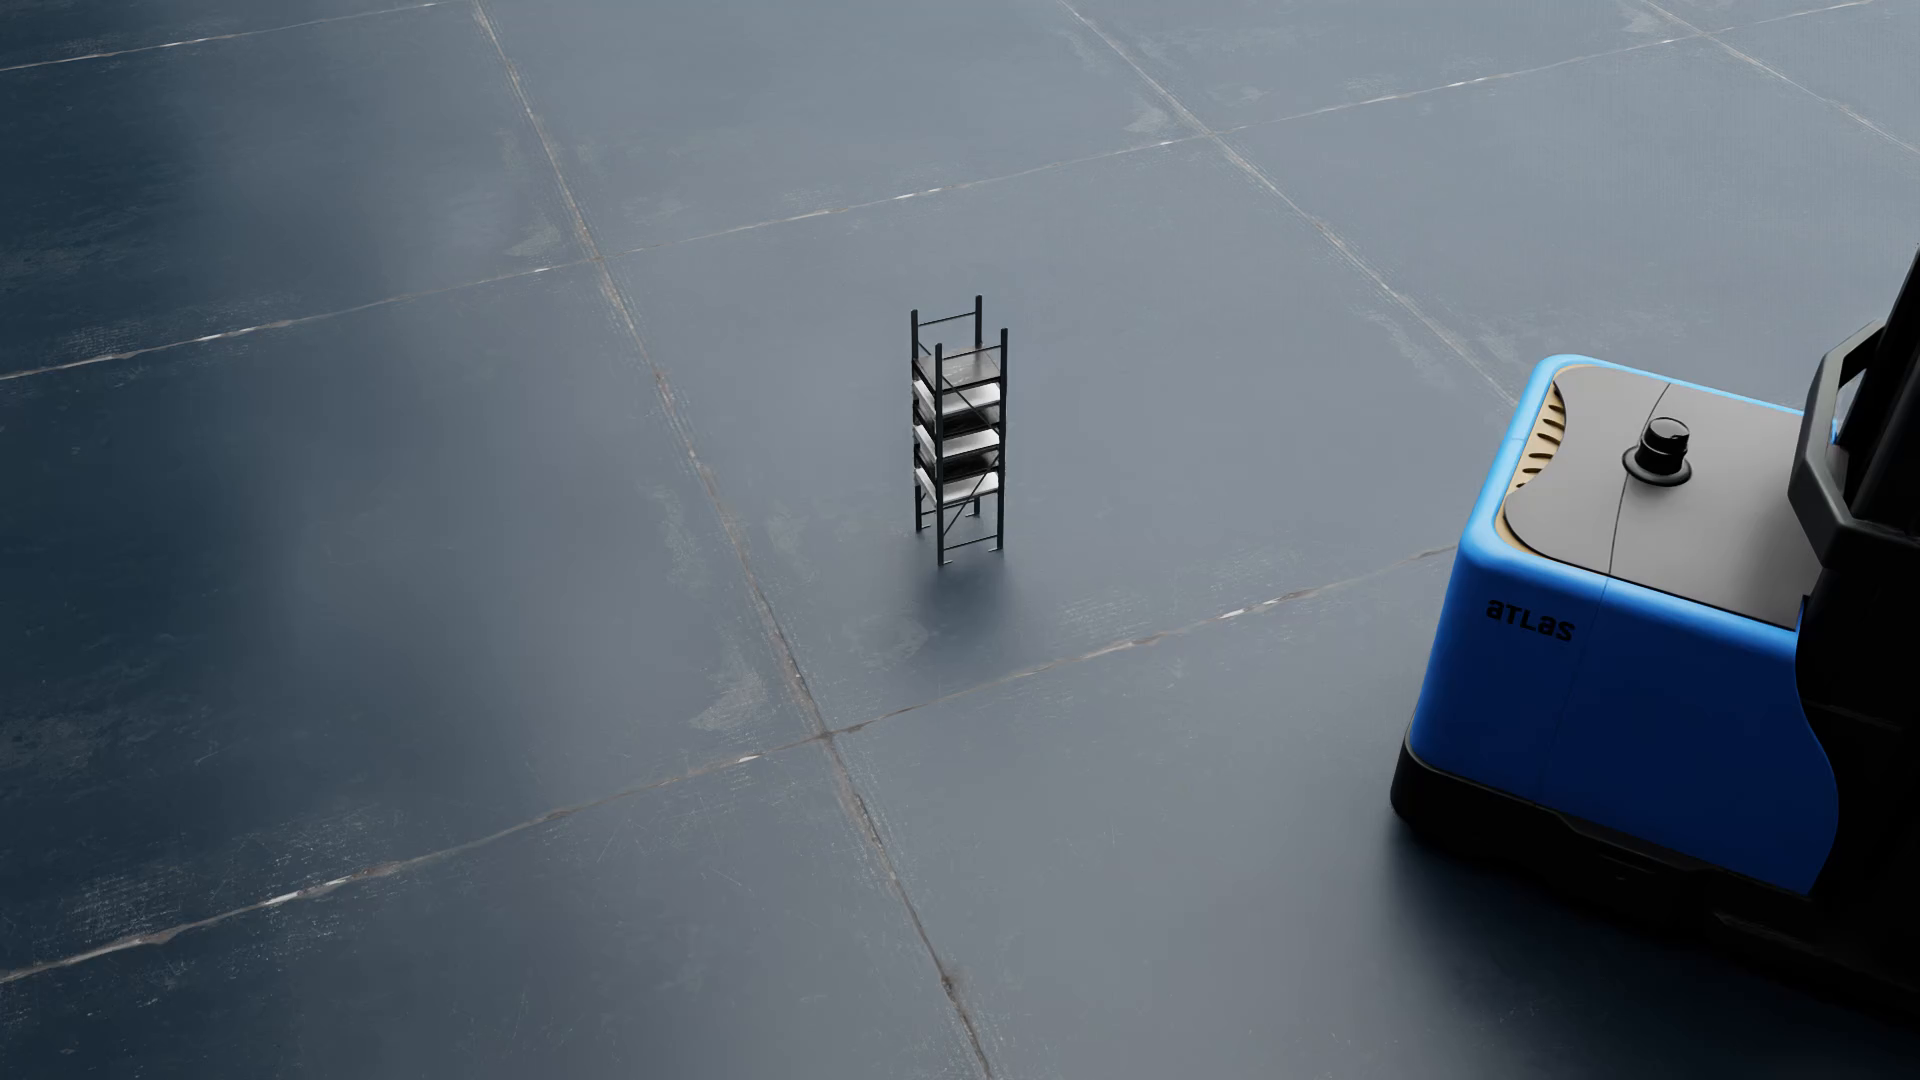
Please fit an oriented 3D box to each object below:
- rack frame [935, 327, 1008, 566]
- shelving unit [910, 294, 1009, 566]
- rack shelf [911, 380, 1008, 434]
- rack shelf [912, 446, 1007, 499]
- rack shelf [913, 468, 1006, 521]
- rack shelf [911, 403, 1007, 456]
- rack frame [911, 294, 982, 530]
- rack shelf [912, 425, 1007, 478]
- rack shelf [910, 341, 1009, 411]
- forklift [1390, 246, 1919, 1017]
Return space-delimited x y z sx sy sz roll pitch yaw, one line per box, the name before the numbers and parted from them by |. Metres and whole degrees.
rack frame | 0.036 -0.285 5.391 0.240 0.900 0.006 -15 43 -17
shelving unit | -0.003 -0.346 5.462 0.258 0.900 0.210 -15 43 -17
rack shelf | -0.003 -0.457 5.367 0.258 0.077 0.200 -15 43 -17
rack shelf | -0.003 -0.253 5.543 0.258 0.077 0.200 -15 43 -17
rack shelf | -0.003 -0.184 5.601 0.258 0.077 0.200 -15 43 -17
rack shelf | -0.003 -0.389 5.425 0.258 0.077 0.200 -15 43 -17
rack frame | -0.042 -0.407 5.534 0.240 0.900 0.006 -15 43 -17
rack shelf | -0.003 -0.321 5.484 0.258 0.077 0.200 -15 43 -17
rack shelf | -0.003 -0.526 5.308 0.258 0.077 0.200 -15 43 -17
forklift | 2.786 -0.133 3.657 3.031 2.935 1.130 18 44 20
